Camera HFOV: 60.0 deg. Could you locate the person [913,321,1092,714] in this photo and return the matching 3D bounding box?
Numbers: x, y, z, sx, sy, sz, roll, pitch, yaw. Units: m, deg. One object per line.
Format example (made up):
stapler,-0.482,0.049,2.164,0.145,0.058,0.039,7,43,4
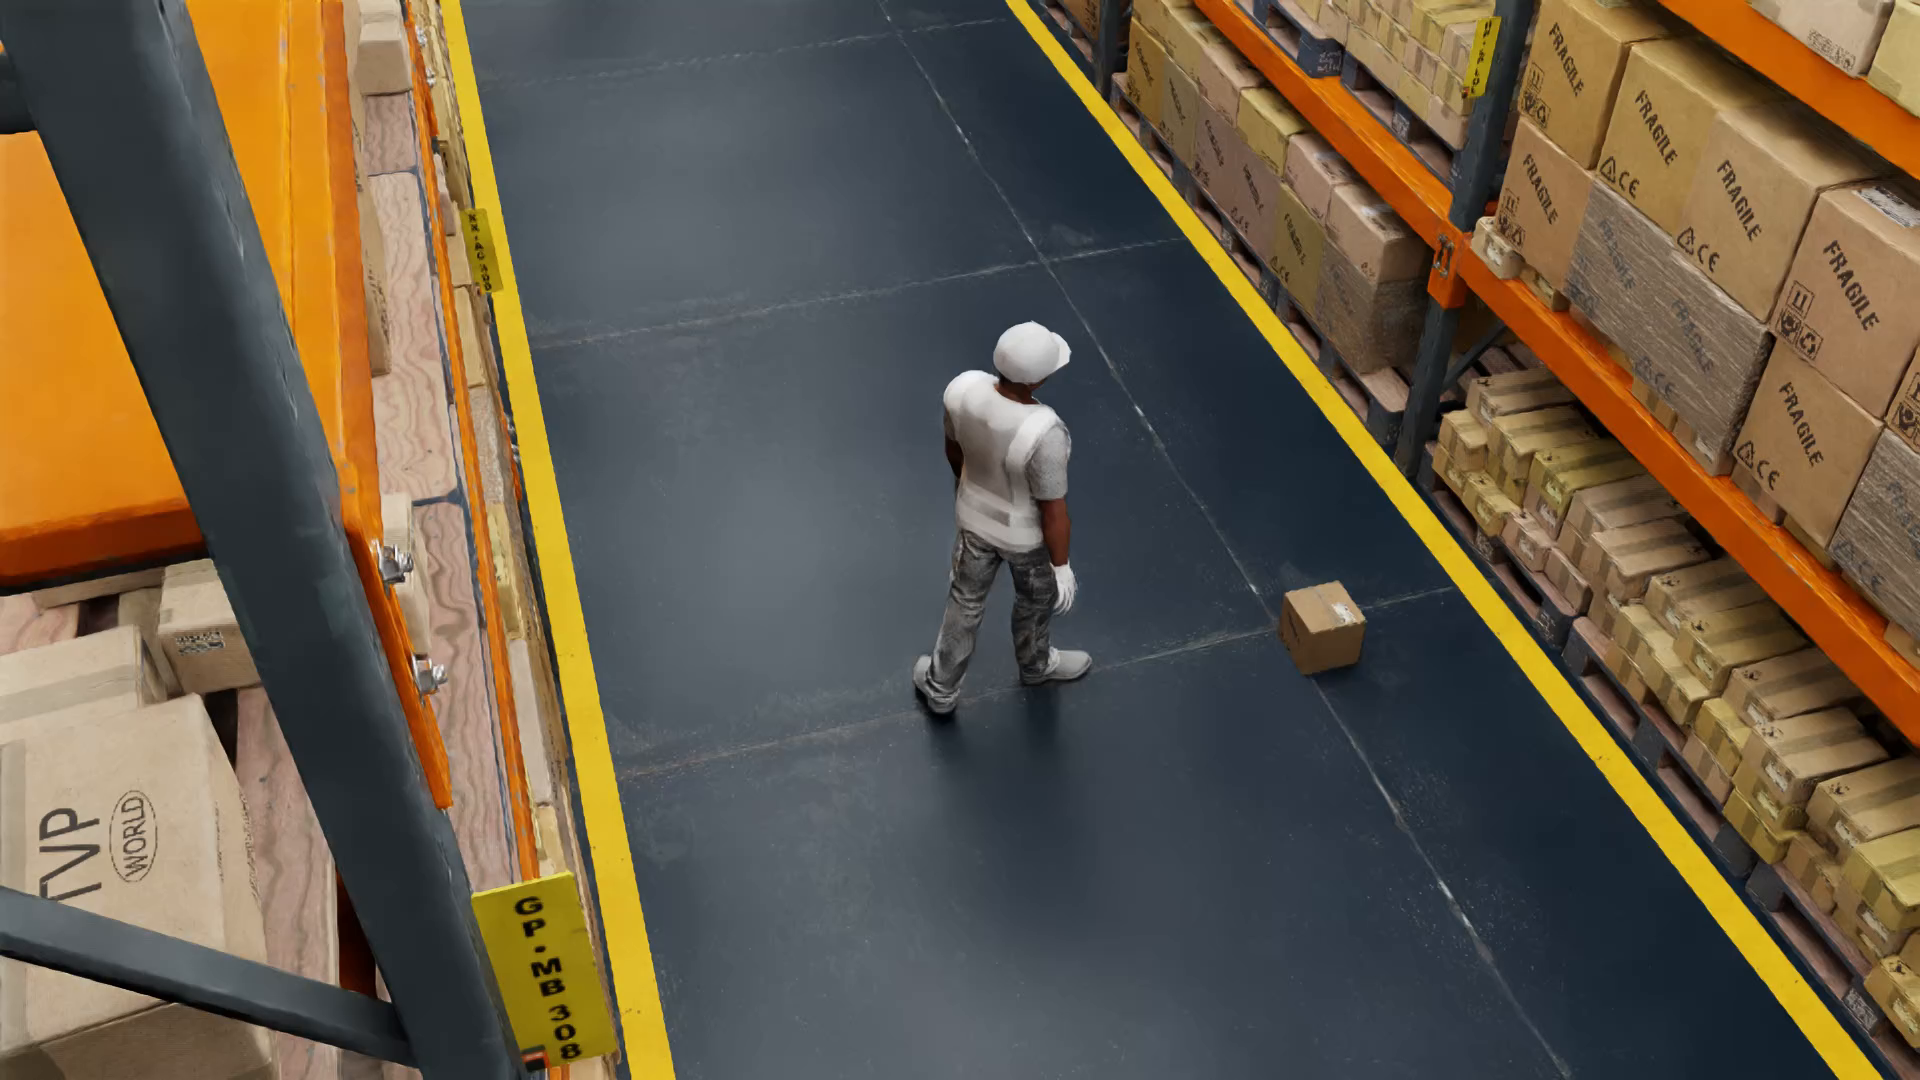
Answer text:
person,0.200,-0.055,6.203,0.706,1.781,0.659,28,49,28
